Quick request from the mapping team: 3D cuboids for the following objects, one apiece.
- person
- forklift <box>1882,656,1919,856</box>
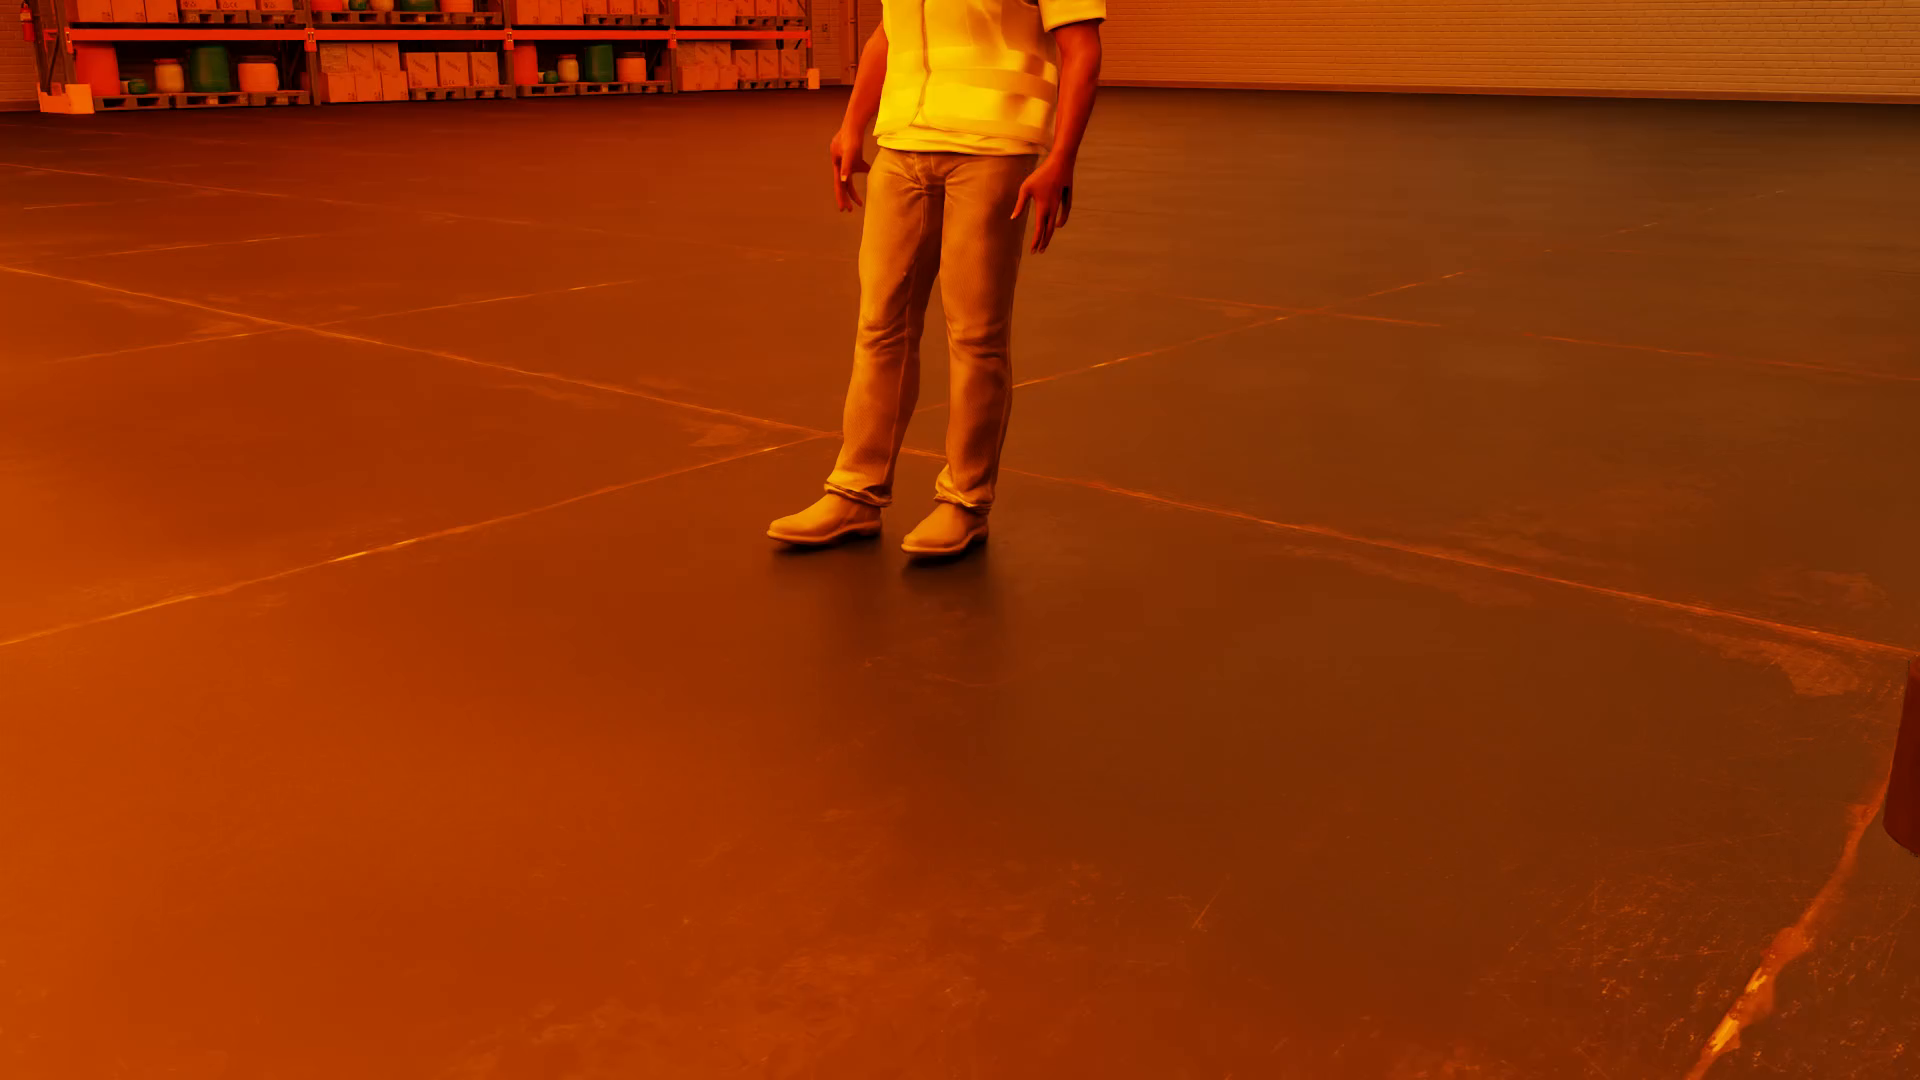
[{"bbox_3d":[-0.049,-0.838,3.636,0.665,1.765,0.577,13,21,37],"label":"person"},{"bbox_3d":[2.185,-0.554,0.723,1.130,2.935,3.031,-5,17,-15],"label":"forklift"}]
